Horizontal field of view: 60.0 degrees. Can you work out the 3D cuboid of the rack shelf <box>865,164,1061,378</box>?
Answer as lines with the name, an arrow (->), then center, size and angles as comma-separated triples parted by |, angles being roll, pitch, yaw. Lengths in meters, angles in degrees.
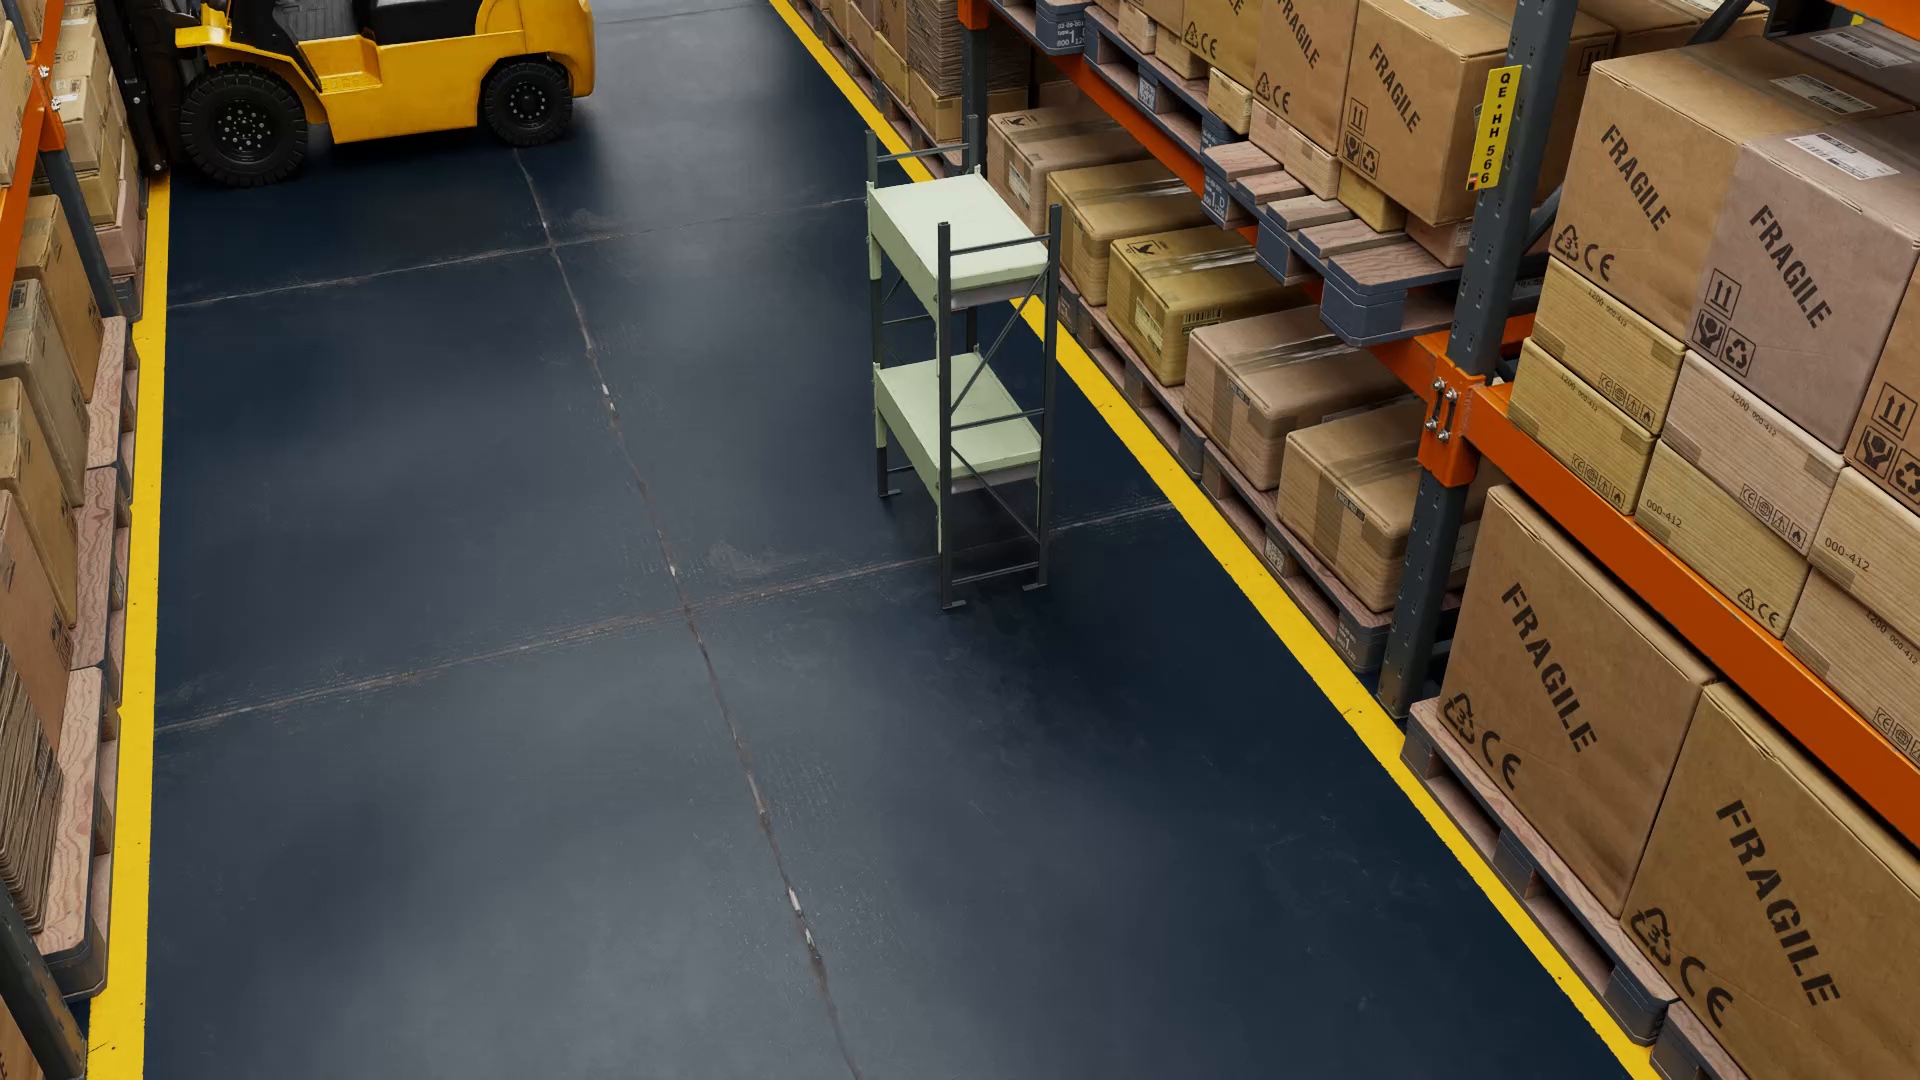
rack shelf -> -0.002, -0.915, 5.569 | 0.431, 0.370, 0.720 | -12, 39, -16

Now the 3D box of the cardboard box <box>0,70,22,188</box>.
cardboard box -> -3.564, -1.395, 5.733 | 0.500, 0.250, 0.500 | -13, 39, -16

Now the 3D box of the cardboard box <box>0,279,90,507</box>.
cardboard box -> -3.711, -0.455, 5.985 | 0.875, 0.625, 0.625 | -13, 39, -16

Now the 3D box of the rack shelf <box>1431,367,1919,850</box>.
rack shelf -> 2.563, 0.679, 3.453 | 1.077, 0.370, 4.000 | -12, 39, -16

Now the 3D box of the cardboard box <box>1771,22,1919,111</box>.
cardboard box -> 2.298, -0.940, 4.090 | 0.500, 0.500, 0.500 | -13, 39, -17

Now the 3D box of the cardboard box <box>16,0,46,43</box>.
cardboard box -> -4.069, -2.313, 6.744 | 0.500, 0.500, 0.500 | -13, 39, -17

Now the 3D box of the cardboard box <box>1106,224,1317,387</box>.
cardboard box -> 1.172, -1.022, 6.949 | 0.950, 0.372, 0.625 | -11, 38, -14

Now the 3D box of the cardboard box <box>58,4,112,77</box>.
cardboard box -> -4.381, -2.345, 7.975 | 0.500, 0.250, 0.500 | -11, 38, -14

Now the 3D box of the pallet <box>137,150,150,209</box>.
pallet -> -4.819, -2.002, 8.733 | 1.003, 0.211, 1.213 | -12, 39, -16

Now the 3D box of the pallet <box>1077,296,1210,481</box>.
pallet -> 1.191, -0.754, 7.076 | 1.003, 0.211, 1.213 | -12, 39, -16

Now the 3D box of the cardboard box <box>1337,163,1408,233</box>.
cardboard box -> 1.381, -1.079, 5.048 | 0.380, 0.149, 0.250 | -12, 39, -15

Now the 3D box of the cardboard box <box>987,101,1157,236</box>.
cardboard box -> 0.681, -1.820, 8.008 | 0.950, 0.372, 0.625 | -12, 39, -15

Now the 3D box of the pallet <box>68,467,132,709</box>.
pallet -> -3.447, 0.244, 5.750 | 1.003, 0.211, 1.213 | -12, 39, -16

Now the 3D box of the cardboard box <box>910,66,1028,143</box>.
cardboard box -> 0.042, -2.346, 8.807 | 0.500, 0.250, 0.500 | -11, 38, -14

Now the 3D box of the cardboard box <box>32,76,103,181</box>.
cardboard box -> -4.033, -1.775, 7.219 | 0.500, 0.250, 0.500 | -13, 39, -17

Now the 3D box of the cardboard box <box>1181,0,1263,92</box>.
cardboard box -> 1.094, -1.839, 5.518 | 0.500, 0.500, 0.500 | -15, 40, -19

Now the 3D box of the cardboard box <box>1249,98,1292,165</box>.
cardboard box -> 1.173, -1.355, 5.416 | 0.380, 0.149, 0.250 | -14, 39, -18

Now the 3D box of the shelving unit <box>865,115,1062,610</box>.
shelving unit -> -0.002, -0.603, 5.804 | 0.431, 1.500, 0.755 | -12, 39, -16

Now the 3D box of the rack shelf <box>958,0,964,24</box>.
rack shelf -> -0.190, -3.840, 9.453 | 1.077, 0.370, 4.000 | -12, 39, -16

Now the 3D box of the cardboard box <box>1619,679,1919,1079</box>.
cardboard box -> 2.337, 0.855, 4.039 | 0.875, 0.875, 0.875 | -12, 39, -15

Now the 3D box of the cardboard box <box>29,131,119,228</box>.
cardboard box -> -4.038, -1.574, 7.368 | 0.500, 0.250, 0.500 | -13, 39, -16

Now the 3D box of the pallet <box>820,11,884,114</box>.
pallet -> -0.190, -2.946, 9.986 | 1.003, 0.211, 1.213 | -12, 39, -16

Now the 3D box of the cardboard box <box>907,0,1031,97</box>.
cardboard box -> 0.043, -2.645, 8.582 | 0.500, 0.500, 0.500 | -13, 39, -17

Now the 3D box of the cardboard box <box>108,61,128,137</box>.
cardboard box -> -4.375, -2.145, 8.125 | 0.500, 0.250, 0.500 | -13, 39, -16

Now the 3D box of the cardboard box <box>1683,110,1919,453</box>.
cardboard box -> 1.995, -0.570, 3.600 | 0.500, 0.500, 0.500 | -12, 39, -16

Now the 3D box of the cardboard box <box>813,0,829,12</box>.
cardboard box -> -0.692, -3.524, 10.372 | 0.500, 0.250, 0.500 | -11, 38, -14

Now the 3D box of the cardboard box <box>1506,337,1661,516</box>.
cardboard box -> 1.807, -0.350, 4.346 | 0.500, 0.250, 0.500 | -13, 39, -17

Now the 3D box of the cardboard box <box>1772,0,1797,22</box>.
cardboard box -> 4.960, -3.769, 10.177 | 0.875, 0.875, 0.875 | -12, 39, -15

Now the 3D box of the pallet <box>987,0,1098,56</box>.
pallet -> 0.625, -2.459, 7.181 | 1.003, 0.211, 1.213 | -12, 39, -16

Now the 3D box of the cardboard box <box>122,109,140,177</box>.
cardboard box -> -4.397, -1.950, 8.282 | 0.500, 0.250, 0.500 | -12, 39, -15

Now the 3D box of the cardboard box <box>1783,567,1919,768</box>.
cardboard box -> 2.175, 0.234, 3.571 | 0.500, 0.250, 0.500 | -11, 38, -14

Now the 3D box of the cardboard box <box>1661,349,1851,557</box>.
cardboard box -> 1.994, -0.248, 3.796 | 0.500, 0.250, 0.500 | -12, 39, -15

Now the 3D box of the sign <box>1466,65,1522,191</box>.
sign -> 1.368, -1.051, 4.256 | 0.100, 0.325, 0.005 | -12, 39, -16

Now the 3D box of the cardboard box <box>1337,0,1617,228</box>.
cardboard box -> 1.457, -1.264, 4.755 | 0.500, 0.500, 0.500 | -14, 39, -17

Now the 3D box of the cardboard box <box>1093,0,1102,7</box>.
cardboard box -> 0.688, -2.246, 6.599 | 0.380, 0.149, 0.250 | -12, 39, -15

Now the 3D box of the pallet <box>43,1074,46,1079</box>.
pallet -> -2.563, 1.835, 3.638 | 1.003, 0.211, 1.213 | -12, 39, -16

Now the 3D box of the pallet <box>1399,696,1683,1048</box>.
pallet -> 2.075, 0.837, 4.964 | 1.003, 0.211, 1.213 | -12, 39, -16

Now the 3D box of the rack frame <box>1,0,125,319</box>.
rack frame -> -4.161, -1.968, 6.370 | 1.000, 3.000, 0.127 | -12, 39, -16

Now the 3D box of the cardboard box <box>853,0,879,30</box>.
cardboard box -> -0.311, -3.220, 9.345 | 0.500, 0.500, 0.500 | -10, 38, -14

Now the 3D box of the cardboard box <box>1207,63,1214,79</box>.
cardboard box -> 1.097, -1.676, 5.842 | 0.380, 0.149, 0.250 | -12, 39, -16

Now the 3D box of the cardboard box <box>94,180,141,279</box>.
cardboard box -> -4.017, -1.379, 7.524 | 0.500, 0.250, 0.500 | -12, 39, -15

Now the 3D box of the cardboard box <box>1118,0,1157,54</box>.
cardboard box -> 0.814, -1.946, 6.200 | 0.380, 0.149, 0.250 | -11, 38, -14

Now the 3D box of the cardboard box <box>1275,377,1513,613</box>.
cardboard box -> 1.690, -0.178, 5.828 | 0.950, 0.372, 0.625 | -15, 40, -19

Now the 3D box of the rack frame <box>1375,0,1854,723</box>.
rack frame -> 1.875, -0.738, 4.737 | 1.000, 3.000, 0.127 | -12, 39, -16

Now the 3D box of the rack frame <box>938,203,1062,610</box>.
rack frame -> 0.124, -0.396, 5.529 | 0.400, 1.500, 0.023 | -12, 39, -16

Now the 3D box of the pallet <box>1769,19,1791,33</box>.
pallet -> 4.923, -3.412, 10.604 | 1.003, 0.211, 1.213 | -12, 39, -16

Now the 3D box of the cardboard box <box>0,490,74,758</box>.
cardboard box -> -3.219, 0.350, 4.917 | 0.875, 0.625, 0.625 | -11, 38, -14

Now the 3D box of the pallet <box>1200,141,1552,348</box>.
pallet -> 1.529, -1.042, 5.300 | 1.213, 0.211, 1.003 | -12, 39, -16

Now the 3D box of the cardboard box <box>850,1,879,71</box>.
cardboard box -> -0.321, -2.933, 9.586 | 0.500, 0.250, 0.500 | -12, 39, -15

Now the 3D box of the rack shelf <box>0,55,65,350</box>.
rack shelf -> -3.473, -0.551, 5.086 | 1.077, 0.370, 4.000 | -12, 39, -16

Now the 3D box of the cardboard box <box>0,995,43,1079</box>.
cardboard box -> -2.437, 1.317, 3.737 | 0.500, 0.500, 0.500 | -11, 38, -15

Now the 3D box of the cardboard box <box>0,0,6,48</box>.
cardboard box -> -3.752, -1.883, 5.966 | 0.500, 0.250, 0.500 | -13, 39, -17
